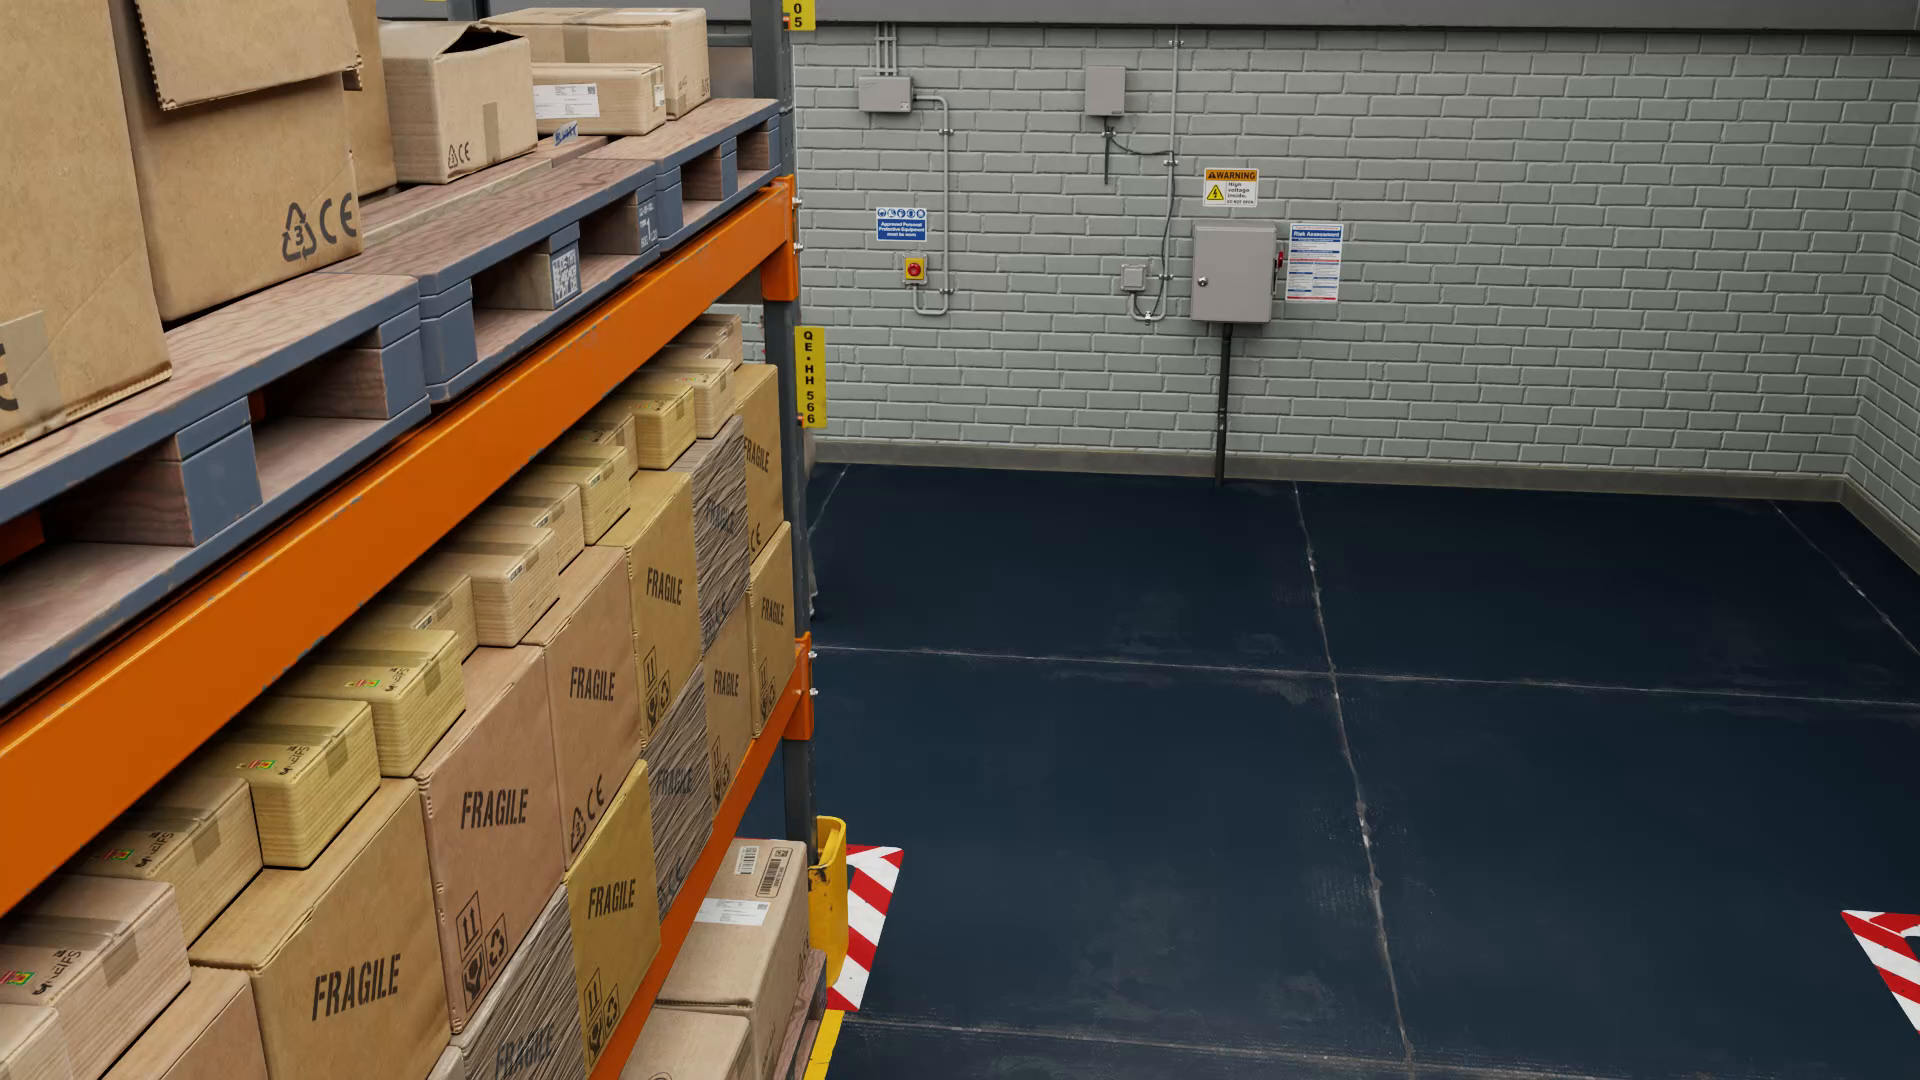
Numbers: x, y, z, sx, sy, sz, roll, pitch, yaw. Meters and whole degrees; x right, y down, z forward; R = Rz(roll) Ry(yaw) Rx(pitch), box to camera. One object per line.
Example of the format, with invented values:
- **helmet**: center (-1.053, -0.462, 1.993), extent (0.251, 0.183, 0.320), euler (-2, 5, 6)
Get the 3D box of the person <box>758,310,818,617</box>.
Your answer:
- **person**: center (-0.953, -0.422, 8.743), extent (0.359, 1.738, 0.529), euler (3, 21, 7)
